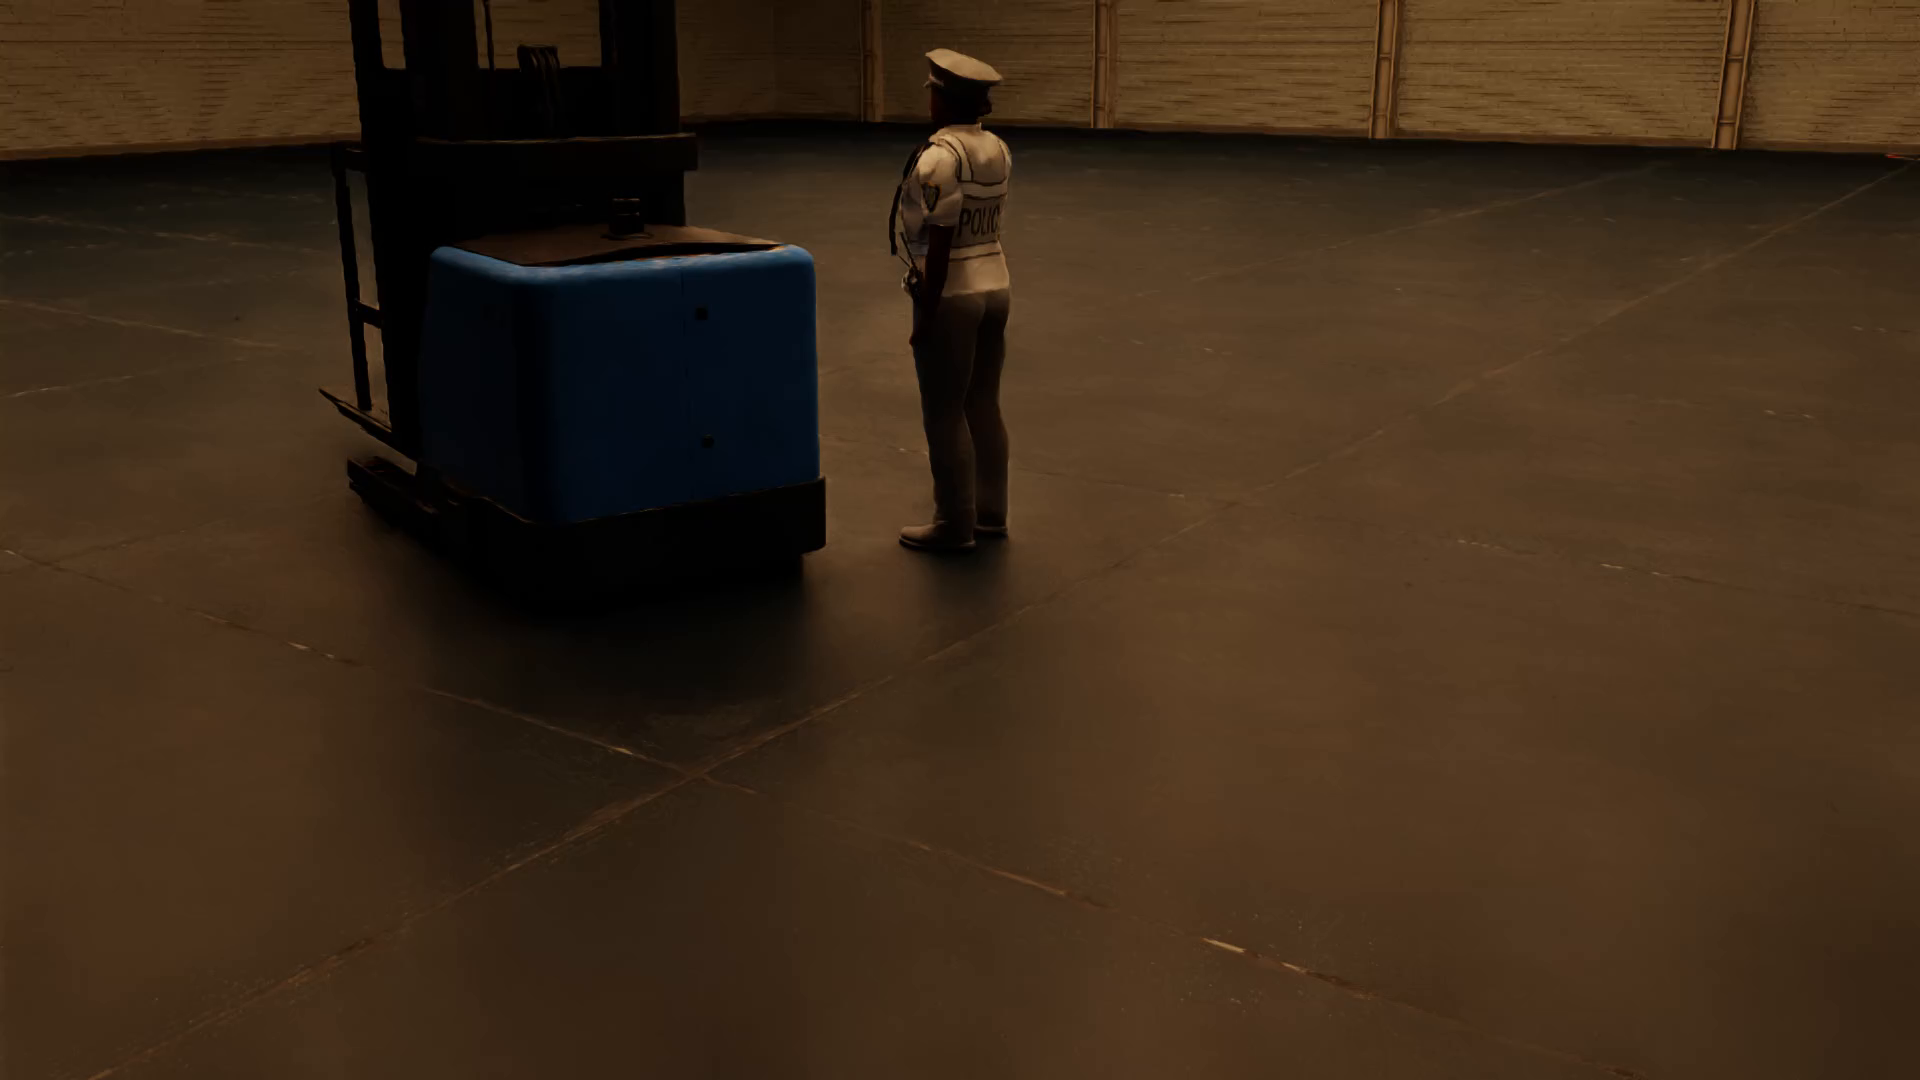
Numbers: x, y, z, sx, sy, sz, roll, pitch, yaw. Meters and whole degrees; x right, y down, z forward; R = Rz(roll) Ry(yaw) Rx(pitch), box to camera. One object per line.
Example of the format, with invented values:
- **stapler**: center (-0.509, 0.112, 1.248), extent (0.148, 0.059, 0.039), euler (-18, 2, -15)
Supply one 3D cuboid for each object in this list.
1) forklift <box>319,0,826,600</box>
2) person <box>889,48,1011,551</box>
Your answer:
- **forklift**: center (-1.720, -1.579, 6.114), extent (1.130, 2.935, 3.031), euler (-12, 20, -34)
- **person**: center (-0.013, -0.813, 5.723), extent (0.338, 1.692, 0.446), euler (11, 20, 33)
